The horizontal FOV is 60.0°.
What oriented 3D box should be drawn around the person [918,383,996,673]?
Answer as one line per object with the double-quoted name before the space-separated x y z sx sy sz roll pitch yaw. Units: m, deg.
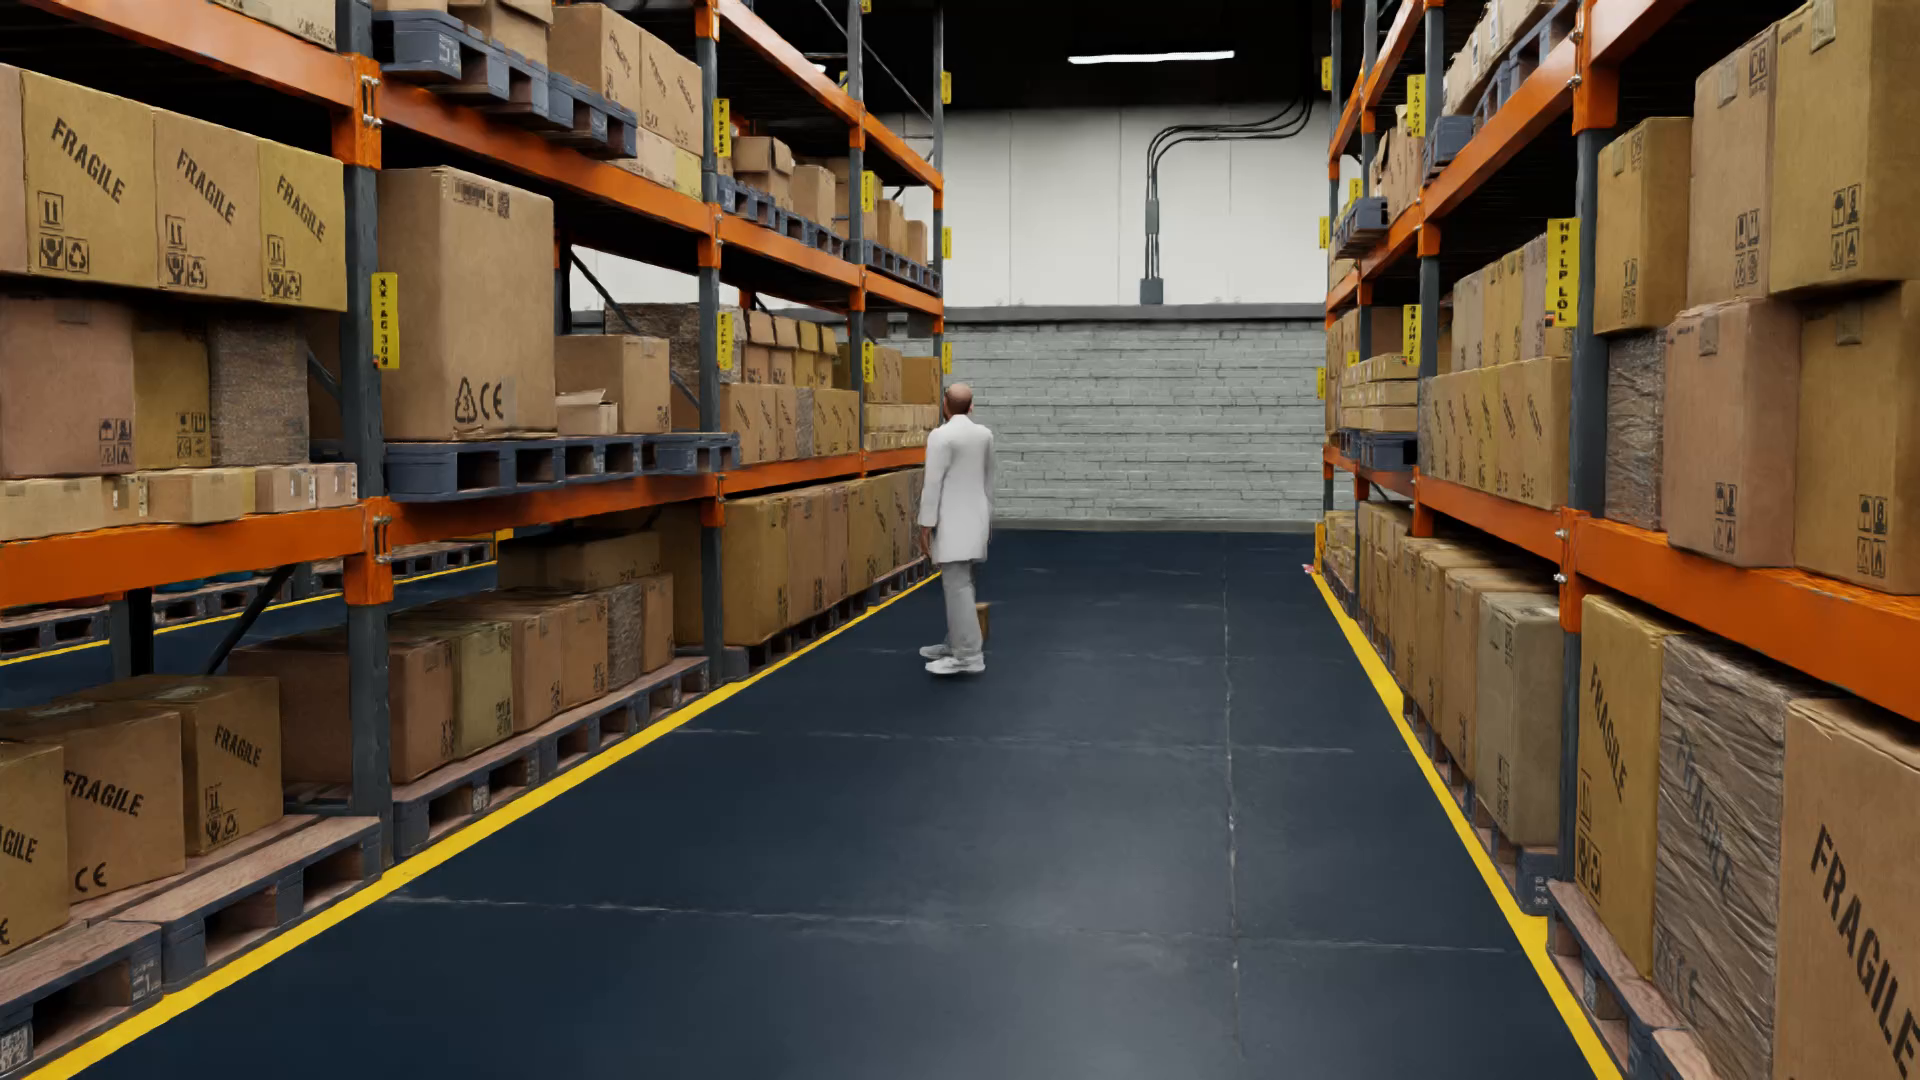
"person" -0.053 -0.090 10.386 0.629 1.777 0.675 3 5 36
